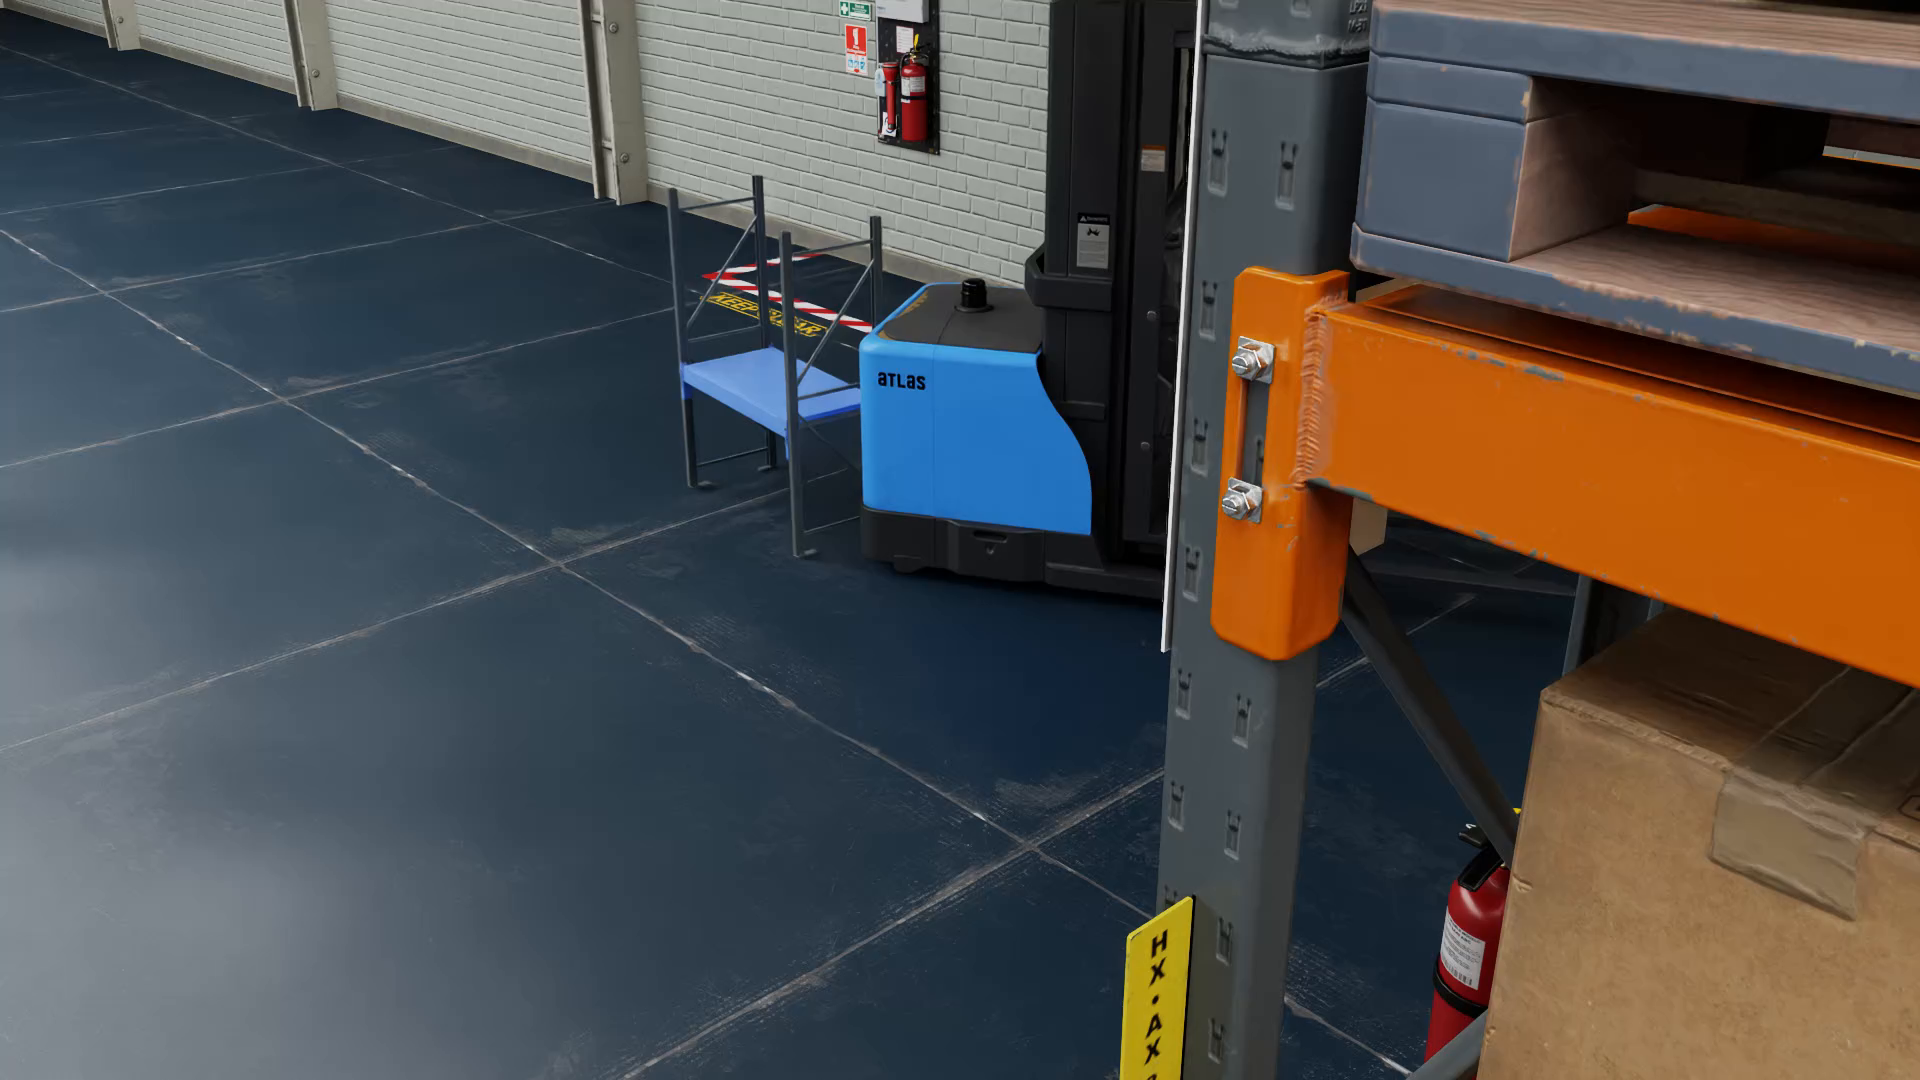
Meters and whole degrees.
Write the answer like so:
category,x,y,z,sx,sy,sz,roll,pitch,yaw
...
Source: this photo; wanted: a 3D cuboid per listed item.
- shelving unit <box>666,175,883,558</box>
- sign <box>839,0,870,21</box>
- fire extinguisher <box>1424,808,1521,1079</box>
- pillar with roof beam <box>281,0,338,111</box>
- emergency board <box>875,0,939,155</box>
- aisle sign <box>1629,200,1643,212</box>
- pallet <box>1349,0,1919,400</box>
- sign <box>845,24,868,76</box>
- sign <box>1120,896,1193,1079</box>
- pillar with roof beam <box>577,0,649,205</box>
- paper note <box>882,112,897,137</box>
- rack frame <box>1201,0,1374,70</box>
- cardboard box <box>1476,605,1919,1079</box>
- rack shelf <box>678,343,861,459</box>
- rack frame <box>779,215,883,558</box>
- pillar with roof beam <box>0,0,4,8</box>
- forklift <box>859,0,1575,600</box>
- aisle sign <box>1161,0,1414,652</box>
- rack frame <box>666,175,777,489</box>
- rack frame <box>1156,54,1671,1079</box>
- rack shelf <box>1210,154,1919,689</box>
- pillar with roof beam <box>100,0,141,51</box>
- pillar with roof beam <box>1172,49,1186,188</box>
category,x,y,z,sx,sy,sz,roll,pitch,yaw
shelving unit,-0.852,-0.835,7.772,0.538,1.500,1.048,-17,30,-33
sign,-0.725,-3.651,11.458,0.001,0.109,0.331,-21,32,-38
fire extinguisher,0.878,0.684,2.730,0.296,0.674,0.183,-21,32,-38
pillar with roof beam,-10.103,-7.585,13.535,9.100,9.000,0.400,-21,32,-38
emergency board,-0.419,-3.201,11.152,0.194,1.169,0.643,-21,32,-38
aisle sign,0.789,-0.470,2.034,0.394,0.787,0.004,-21,32,-38
pallet,1.084,-0.287,1.257,1.003,0.211,1.213,-21,32,-38
sign,-0.722,-3.414,11.576,0.001,0.329,0.234,-21,32,-38
sign,0.210,0.542,1.810,0.100,0.325,0.005,-21,32,-38
pillar with roof beam,-6.002,-5.767,9.550,9.100,9.000,0.400,-21,32,-38
paper note,-0.490,-2.873,11.496,0.016,0.148,0.142,-21,32,-38
rack frame,0.619,-1.913,1.102,1.000,3.000,0.127,-21,32,-38
cardboard box,0.965,0.341,1.704,0.700,0.500,0.500,-21,32,-38
rack shelf,-0.852,-0.671,7.847,0.538,0.185,1.000,-17,30,-33
rack frame,-0.551,-0.665,7.400,0.500,1.500,0.032,-17,30,-33
pillar with roof beam,-18.305,-11.221,21.504,9.100,9.000,0.400,-21,32,-38
forklift,1.132,-1.219,6.892,3.031,2.935,1.130,7,25,15
aisle sign,0.351,-0.300,1.661,0.394,0.787,0.004,-21,32,-38
rack frame,-1.154,-1.004,8.145,0.500,1.500,0.032,-17,30,-33
rack frame,0.619,0.816,2.347,1.000,3.000,0.127,-21,32,-38
rack shelf,1.986,0.385,0.546,1.077,0.370,4.000,-21,32,-38
pillar with roof beam,-14.204,-9.403,17.519,9.100,9.000,0.400,-21,32,-38
pillar with roof beam,-1.901,-3.950,5.565,9.100,9.000,0.400,-21,32,-38
